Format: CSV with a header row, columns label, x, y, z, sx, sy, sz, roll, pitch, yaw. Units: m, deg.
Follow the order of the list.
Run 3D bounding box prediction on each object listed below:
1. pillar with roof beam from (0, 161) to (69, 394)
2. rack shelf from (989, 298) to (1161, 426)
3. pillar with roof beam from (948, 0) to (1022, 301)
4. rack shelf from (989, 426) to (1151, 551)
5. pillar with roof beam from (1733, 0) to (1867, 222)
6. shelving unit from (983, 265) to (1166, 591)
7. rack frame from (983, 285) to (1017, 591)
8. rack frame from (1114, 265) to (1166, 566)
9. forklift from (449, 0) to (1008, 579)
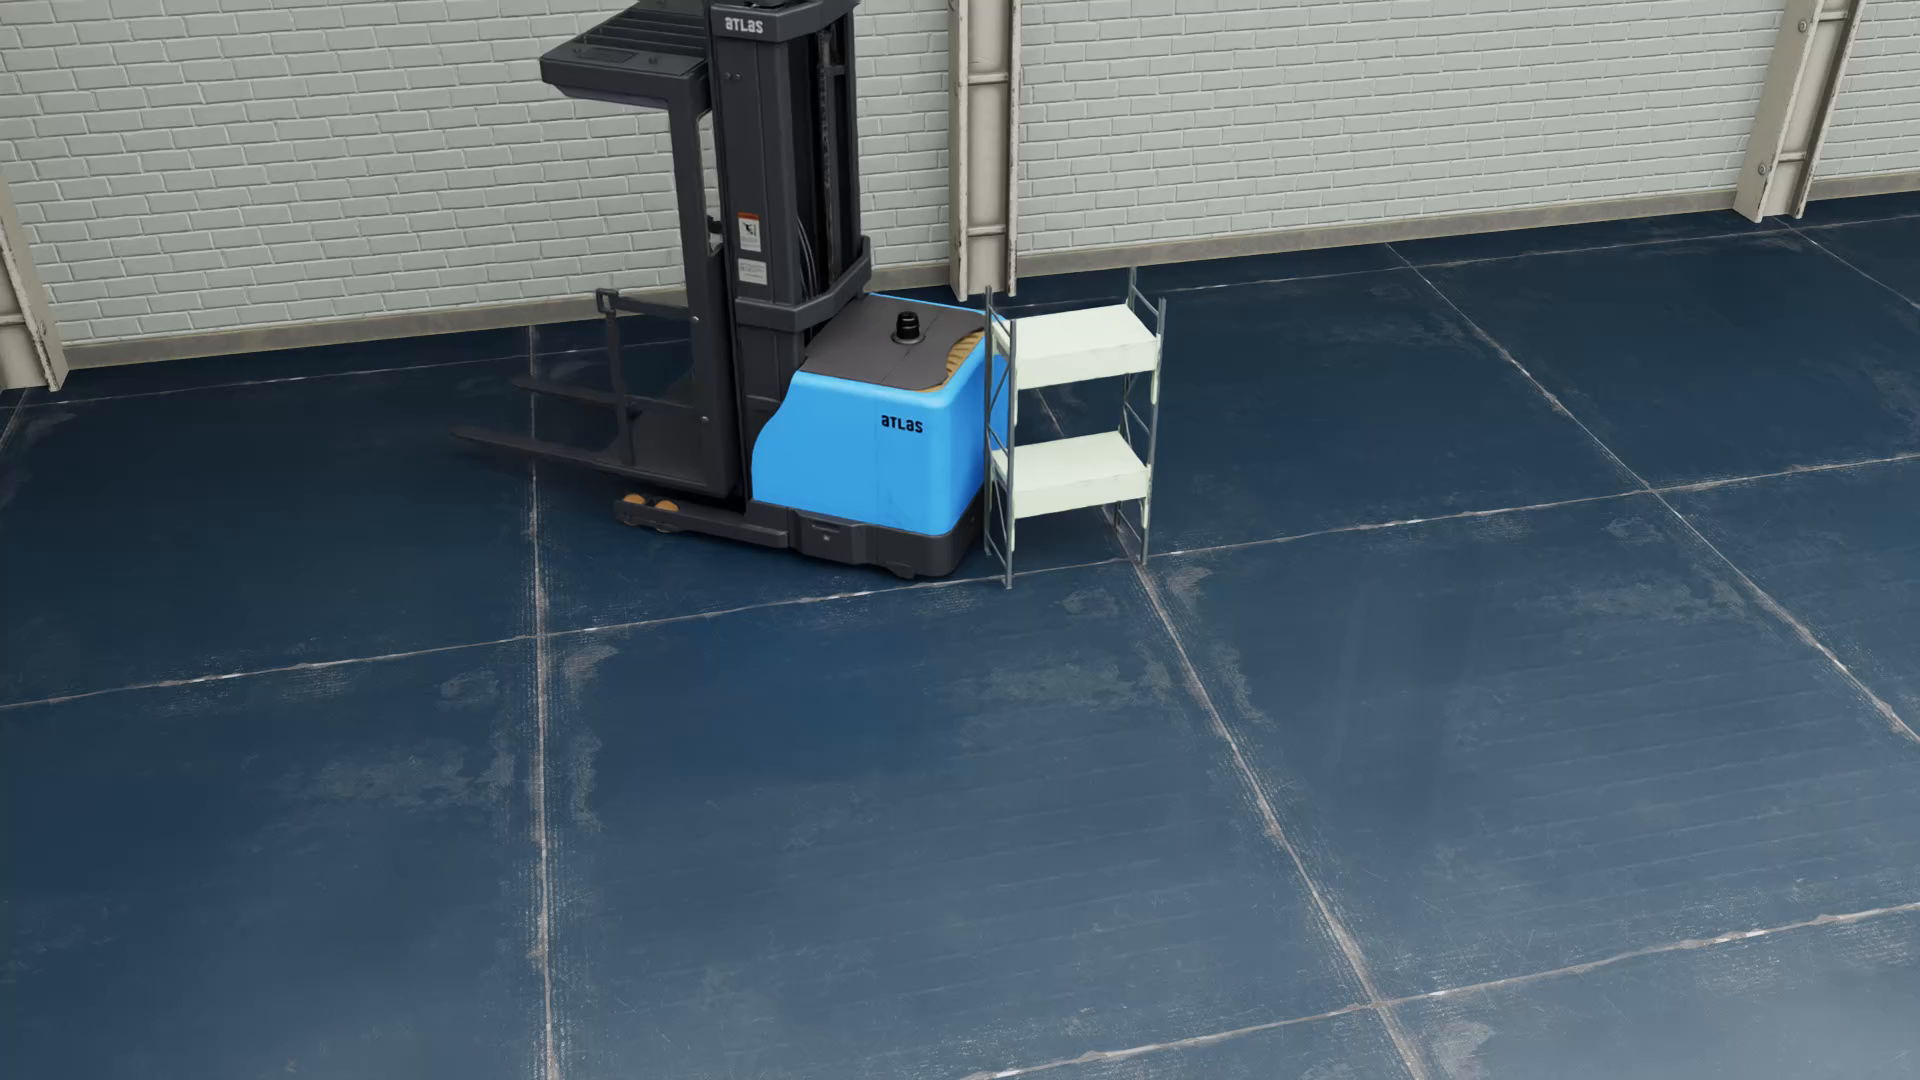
label,x,y,z,sx,sy,sz,roll,pitch,yaw
pillar with roof beam,-4.750,-2.364,4.197,0.400,9.000,9.100,-7,35,-11
rack shelf,0.539,-0.860,7.985,0.720,0.370,0.431,-10,35,-14
pillar with roof beam,1.102,-3.102,5.296,0.400,9.000,9.100,-7,35,-11
rack shelf,0.539,-0.265,8.384,0.720,0.370,0.431,-10,35,-14
pillar with roof beam,6.954,-3.839,6.395,0.400,9.000,9.100,-7,35,-11
shelving unit,0.539,-0.536,8.203,0.755,1.500,0.431,-10,35,-14
rack frame,0.189,-0.476,8.113,0.023,1.500,0.400,-10,35,-14
rack frame,0.889,-0.596,8.292,0.023,1.500,0.400,-10,35,-14
forklift,-1.307,-1.519,8.383,3.031,2.935,1.130,11,36,16
